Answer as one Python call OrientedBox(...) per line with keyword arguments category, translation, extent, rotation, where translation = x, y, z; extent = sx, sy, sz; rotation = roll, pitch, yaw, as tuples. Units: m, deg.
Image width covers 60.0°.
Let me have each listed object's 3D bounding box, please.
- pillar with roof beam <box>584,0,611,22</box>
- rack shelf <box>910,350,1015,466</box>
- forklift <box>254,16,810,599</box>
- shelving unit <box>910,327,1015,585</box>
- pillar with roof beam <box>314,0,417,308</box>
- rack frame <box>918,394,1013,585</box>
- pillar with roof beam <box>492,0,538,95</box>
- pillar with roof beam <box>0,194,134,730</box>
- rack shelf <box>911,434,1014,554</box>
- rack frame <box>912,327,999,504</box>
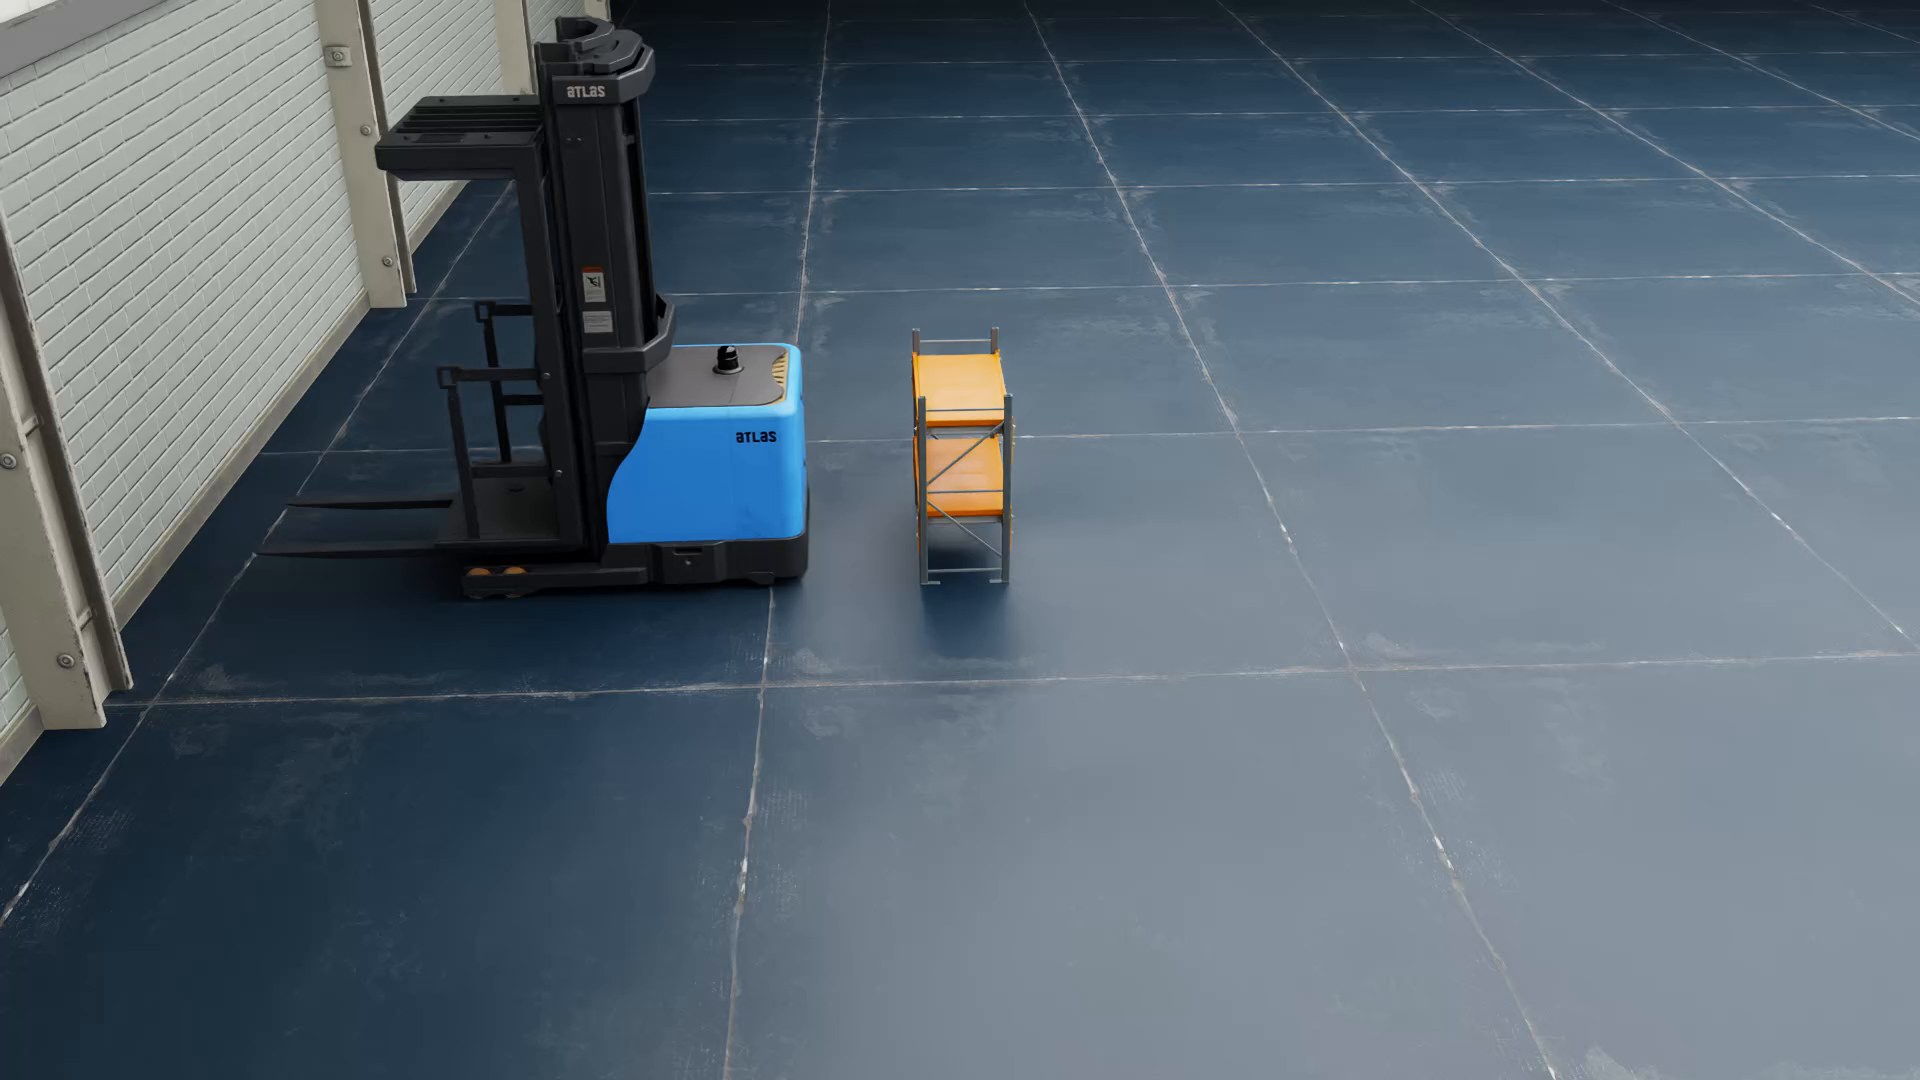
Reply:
OrientedBox(category="pillar with roof beam", translation=(-0.939, -11.589, 22.239), extent=(9.100, 9.000, 0.400), rotation=(-1, 28, -3))
OrientedBox(category="rack shelf", translation=(0.000, -0.755, 9.349), extent=(0.538, 0.278, 1.000), rotation=(-1, 28, -3))
OrientedBox(category="forklift", translation=(-2.392, -1.229, 8.937), extent=(3.031, 2.935, 1.130), rotation=(-2, 28, -3))
OrientedBox(category="shelving unit", translation=(0.000, -0.496, 9.484), extent=(0.538, 1.125, 1.048), rotation=(-1, 28, -3))
OrientedBox(category="pillar with roof beam", translation=(-0.312, -6.047, 11.614), extent=(9.100, 9.000, 0.400), rotation=(-1, 28, -3))
OrientedBox(category="rack frame", translation=(0.027, -0.261, 9.034), extent=(0.500, 1.125, 0.032), rotation=(-1, 28, -3))
OrientedBox(category="pillar with roof beam", translation=(-0.625, -8.818, 16.926), extent=(9.100, 9.000, 0.400), rotation=(-1, 28, -3))
OrientedBox(category="pillar with roof beam", translation=(0.001, -3.276, 6.301), extent=(9.100, 9.000, 0.400), rotation=(-1, 28, -3))
OrientedBox(category="rack shelf", translation=(0.000, -0.279, 9.597), extent=(0.538, 0.278, 1.000), rotation=(-1, 28, -3))
OrientedBox(category="rack frame", translation=(-0.026, -0.730, 9.934), extent=(0.500, 1.125, 0.032), rotation=(-1, 28, -3))
